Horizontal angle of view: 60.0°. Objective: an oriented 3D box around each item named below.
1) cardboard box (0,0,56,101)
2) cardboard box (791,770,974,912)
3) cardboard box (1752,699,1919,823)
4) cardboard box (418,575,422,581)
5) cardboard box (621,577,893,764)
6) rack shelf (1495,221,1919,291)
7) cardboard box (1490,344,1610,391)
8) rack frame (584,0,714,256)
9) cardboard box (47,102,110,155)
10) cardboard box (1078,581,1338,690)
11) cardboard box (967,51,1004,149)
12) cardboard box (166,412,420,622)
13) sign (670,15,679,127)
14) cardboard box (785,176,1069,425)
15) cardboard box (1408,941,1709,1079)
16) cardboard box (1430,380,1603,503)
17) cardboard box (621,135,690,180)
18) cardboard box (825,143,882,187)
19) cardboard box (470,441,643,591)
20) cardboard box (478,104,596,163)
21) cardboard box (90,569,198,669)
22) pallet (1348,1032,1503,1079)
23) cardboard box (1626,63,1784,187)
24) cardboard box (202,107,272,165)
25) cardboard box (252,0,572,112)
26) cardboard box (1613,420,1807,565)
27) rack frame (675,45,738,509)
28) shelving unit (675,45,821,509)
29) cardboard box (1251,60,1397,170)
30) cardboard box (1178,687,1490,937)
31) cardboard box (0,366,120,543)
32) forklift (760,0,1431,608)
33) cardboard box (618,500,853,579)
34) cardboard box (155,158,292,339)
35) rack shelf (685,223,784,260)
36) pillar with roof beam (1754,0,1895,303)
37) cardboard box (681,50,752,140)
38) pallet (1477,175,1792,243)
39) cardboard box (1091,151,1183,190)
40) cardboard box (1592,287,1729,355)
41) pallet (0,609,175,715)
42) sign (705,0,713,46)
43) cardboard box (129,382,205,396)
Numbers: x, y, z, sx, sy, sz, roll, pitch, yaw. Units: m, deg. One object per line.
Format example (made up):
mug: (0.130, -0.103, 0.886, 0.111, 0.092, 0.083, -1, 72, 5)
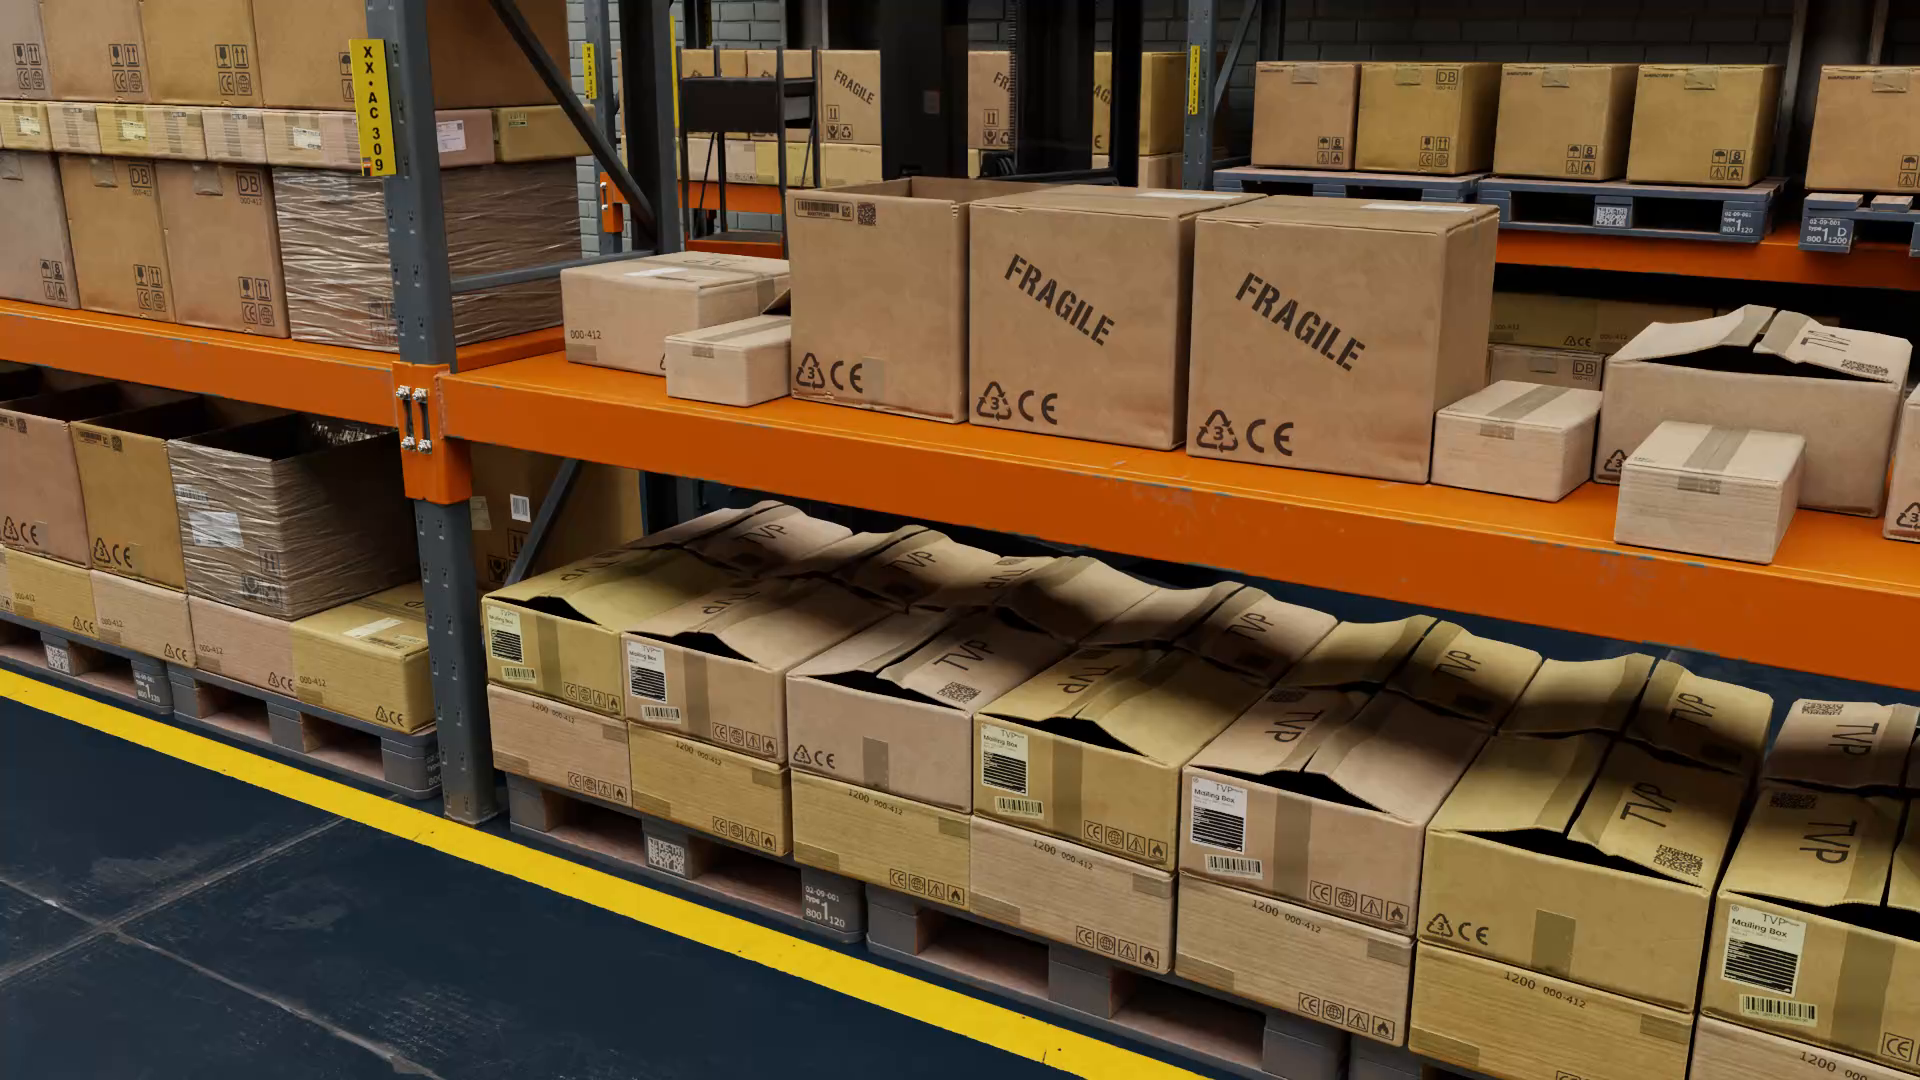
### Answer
cardboard box: (-2.825, -1.716, 5.464, 0.500, 0.500, 0.700, 10, 20, 30)
cardboard box: (-0.069, 0.641, 4.117, 0.500, 0.250, 0.500, 9, 19, 28)
cardboard box: (1.955, 0.550, 3.452, 0.500, 0.311, 0.500, 11, 20, 32)
cardboard box: (-1.820, 0.140, 5.769, 0.500, 0.250, 0.500, 10, 20, 30)
cardboard box: (-0.515, 0.296, 4.289, 0.500, 0.311, 0.500, 10, 19, 29)
rack shelf: (3.133, -1.331, 7.840, 4.000, 0.370, 1.077, 10, 20, 30)
cardboard box: (2.945, -0.732, 8.175, 0.500, 0.500, 0.700, 10, 20, 31)
rack frame: (-1.980, -2.588, 10.740, 0.127, 3.000, 1.000, 10, 20, 30)
cardboard box: (-2.585, -1.292, 5.186, 0.250, 0.149, 0.380, 11, 20, 32)
cardboard box: (0.632, 0.316, 4.223, 0.500, 0.311, 0.500, 10, 19, 29)
cardboard box: (0.012, -2.425, 9.138, 0.500, 0.500, 0.500, 9, 19, 28)
cardboard box: (-2.090, -0.092, 5.240, 0.500, 0.500, 0.500, 10, 20, 30)
sign: (-0.885, -1.404, 4.987, 0.005, 0.325, 0.100, 10, 20, 30)
cardboard box: (-0.066, -0.599, 4.020, 0.500, 0.500, 0.500, 12, 21, 34)
cardboard box: (1.231, 0.874, 3.352, 0.500, 0.250, 0.500, 10, 19, 29)
cardboard box: (1.132, -0.204, 3.323, 0.250, 0.149, 0.380, 12, 21, 34)
cardboard box: (-1.730, -2.373, 10.256, 0.500, 0.250, 0.500, 9, 19, 28)
cardboard box: (-0.419, -2.141, 9.493, 0.500, 0.250, 0.500, 10, 20, 31)
cardboard box: (-1.392, -0.144, 5.414, 0.500, 0.500, 0.500, 10, 20, 30)
cardboard box: (-1.288, -1.199, 4.880, 0.250, 0.149, 0.380, 10, 20, 30)
cardboard box: (-2.525, 0.195, 5.586, 0.500, 0.250, 0.500, 10, 20, 30)
pallet: (1.567, 1.056, 3.543, 1.213, 0.211, 1.003, 10, 20, 30)
cardboard box: (3.358, -1.883, 7.489, 0.500, 0.500, 0.700, 10, 20, 30)
cardboard box: (-1.938, -1.176, 4.804, 0.250, 0.149, 0.380, 9, 19, 28)
cardboard box: (-1.542, -1.487, 4.710, 0.500, 0.500, 0.700, 10, 20, 30)
cardboard box: (1.337, -0.092, 2.955, 0.250, 0.149, 0.380, 10, 20, 30)
rack frame: (-1.173, -1.207, 7.740, 0.015, 2.100, 0.400, 6, 18, 18)
shelving unit: (-0.943, -1.184, 7.664, 0.503, 2.100, 0.431, 6, 18, 18)
cardboard box: (1.845, -2.152, 8.376, 0.500, 0.500, 0.700, 10, 20, 30)
cardboard box: (0.798, 0.529, 3.522, 0.500, 0.311, 0.500, 10, 20, 30)
cardboard box: (-3.369, -0.320, 5.990, 0.500, 0.500, 0.500, 10, 20, 30)
forklift: (0.469, -1.224, 6.367, 1.130, 2.935, 3.031, -15, 22, -40)
cardboard box: (-0.665, 0.085, 4.985, 0.500, 0.311, 0.500, 10, 20, 30)
cardboard box: (-1.995, -0.945, 5.158, 0.500, 0.500, 0.700, 10, 20, 29)
rack shelf: (-0.943, -1.171, 7.668, 0.480, 0.518, 0.431, 6, 18, 18)
pillar with roof beam: (1.929, -3.587, 3.709, 0.400, 9.000, 9.100, 10, 20, 30)
cardboard box: (-1.314, -2.660, 9.910, 0.500, 0.500, 0.500, 10, 20, 30)
pallet: (3.129, -1.570, 7.720, 1.213, 0.211, 1.003, 10, 20, 30)
cardboard box: (0.867, -1.914, 8.746, 0.500, 0.250, 0.500, 10, 20, 30)
cardboard box: (3.303, -1.020, 7.833, 0.500, 0.250, 0.500, 10, 20, 30)
pallet: (-2.860, 0.265, 6.144, 1.213, 0.211, 1.003, 10, 20, 30)
sign: (-1.672, -3.428, 10.969, 0.005, 0.325, 0.100, 10, 20, 30)
cardboard box: (-2.671, -0.372, 6.163, 0.500, 0.500, 0.500, 10, 20, 30)
